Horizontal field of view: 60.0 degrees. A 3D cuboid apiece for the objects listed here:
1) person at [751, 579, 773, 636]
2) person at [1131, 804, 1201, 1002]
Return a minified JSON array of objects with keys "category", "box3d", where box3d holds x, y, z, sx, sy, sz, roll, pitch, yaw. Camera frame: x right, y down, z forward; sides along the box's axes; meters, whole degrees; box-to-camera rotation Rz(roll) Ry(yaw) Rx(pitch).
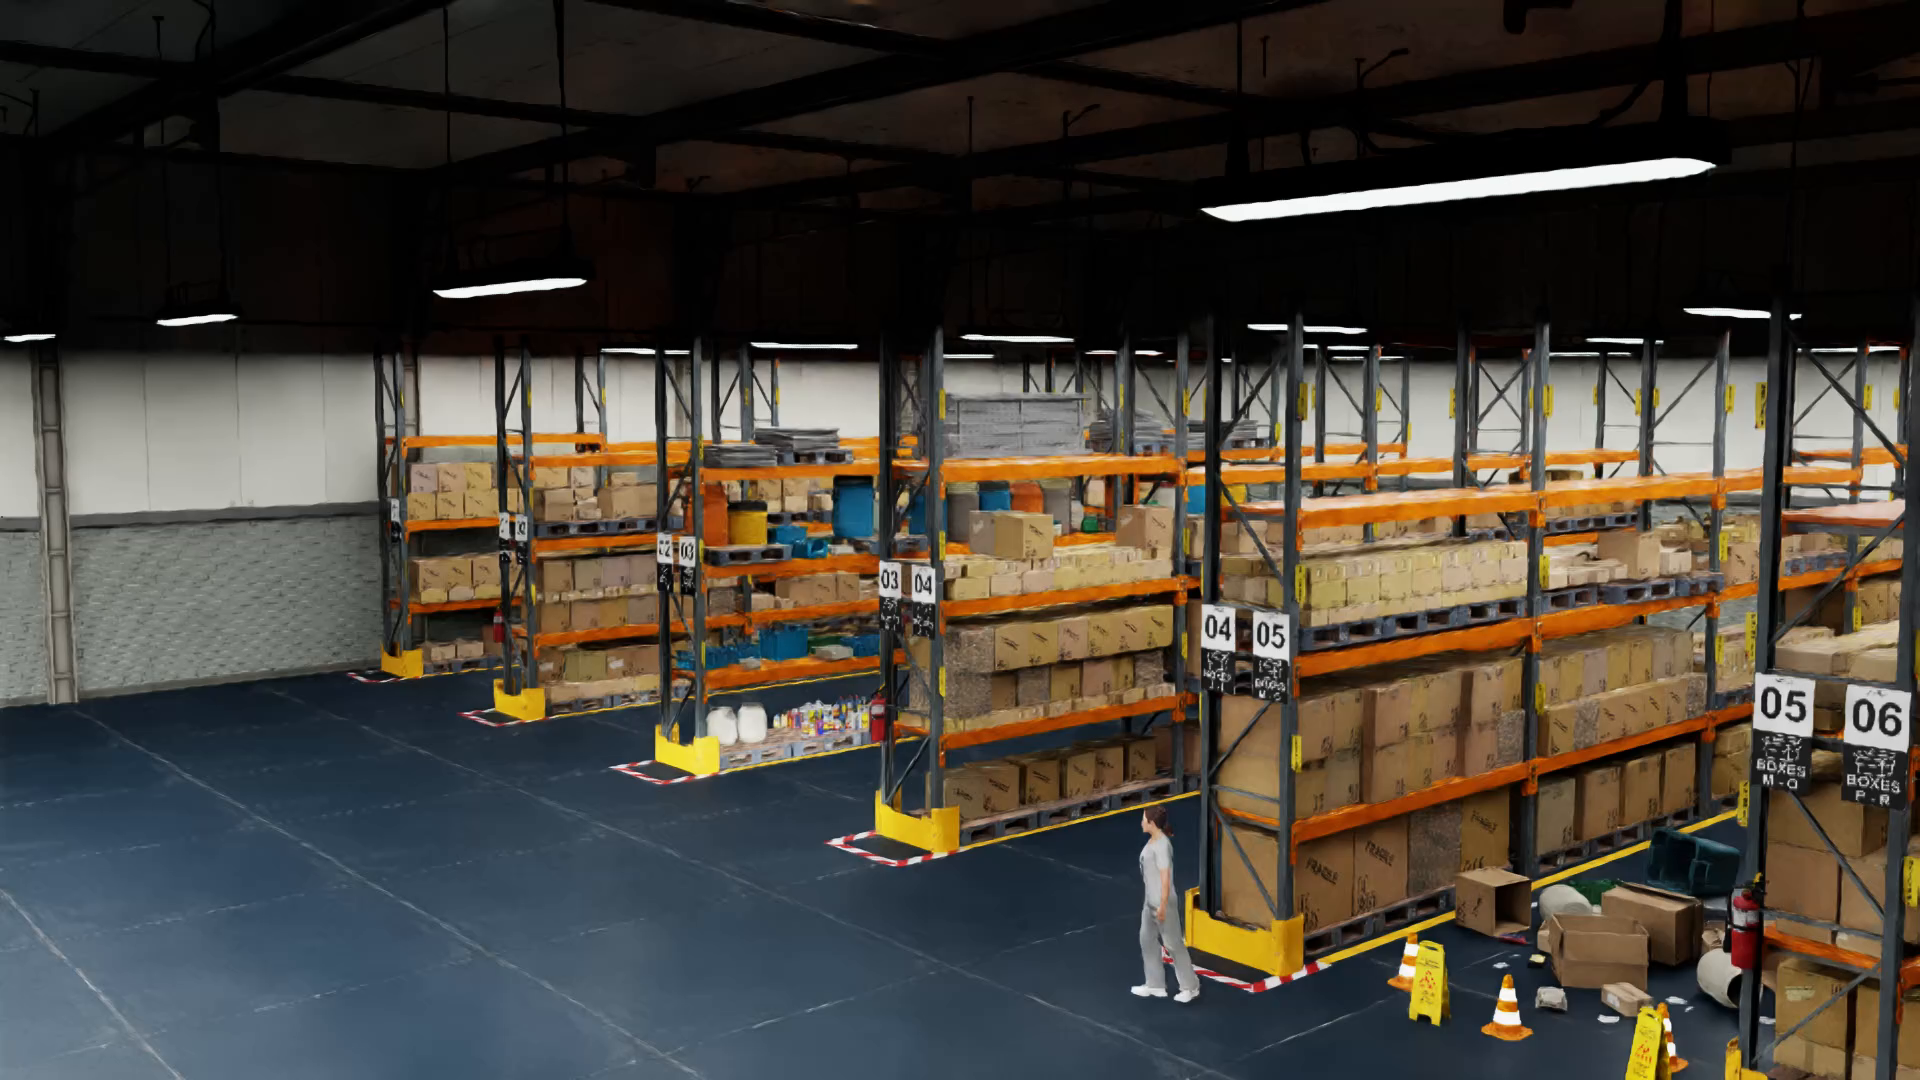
[{"category":"person","box3d":[-3.797,1.513,31.229,1.110,1.590,0.448,-4,7,-38]},{"category":"person","box3d":[1.754,3.064,14.090,0.571,1.661,0.493,0,5,-3]}]
